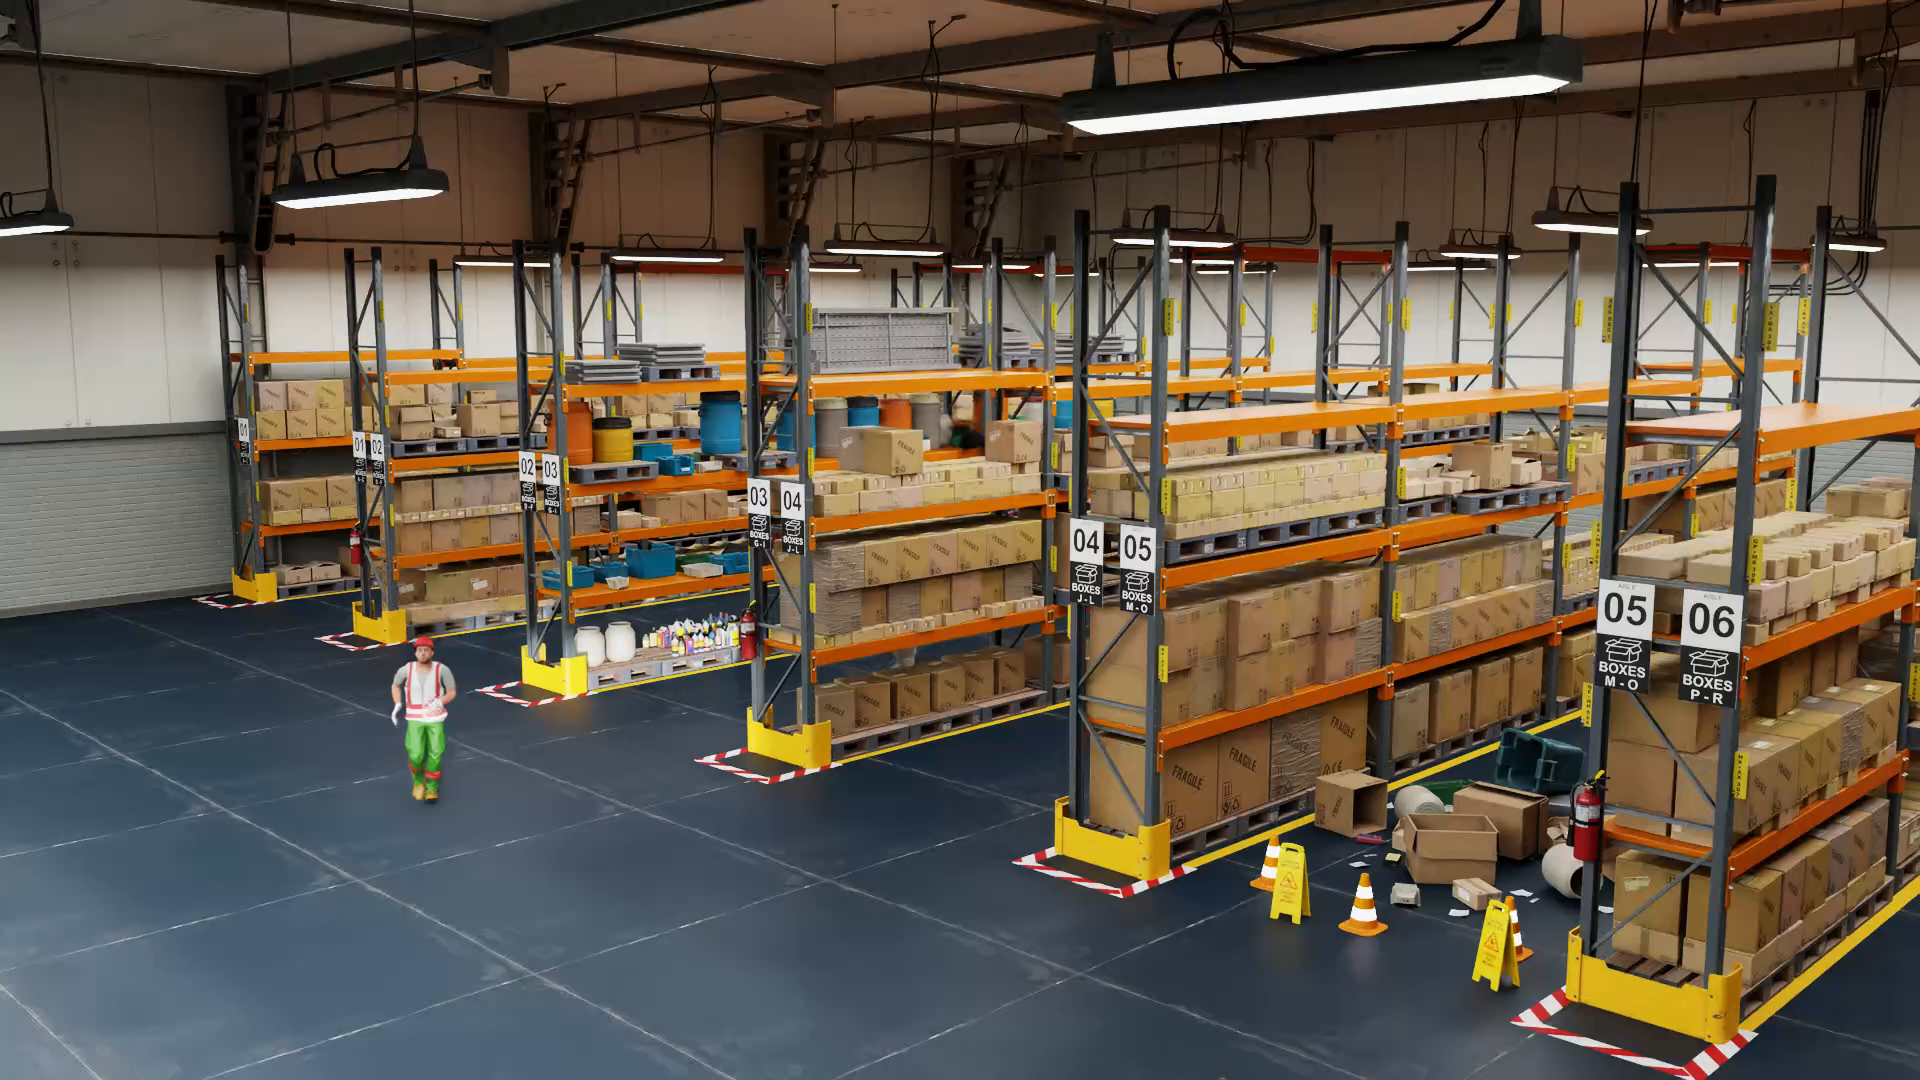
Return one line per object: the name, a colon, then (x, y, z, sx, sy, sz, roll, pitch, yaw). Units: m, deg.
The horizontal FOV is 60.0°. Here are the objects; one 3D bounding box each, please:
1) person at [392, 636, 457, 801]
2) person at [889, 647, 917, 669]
person: (-5.513, 1.863, 17.141, 0.649, 1.742, 0.642, -2, 8, -17)
person: (-0.905, 0.924, 22.410, 0.623, 1.741, 0.711, -8, 11, -44)
